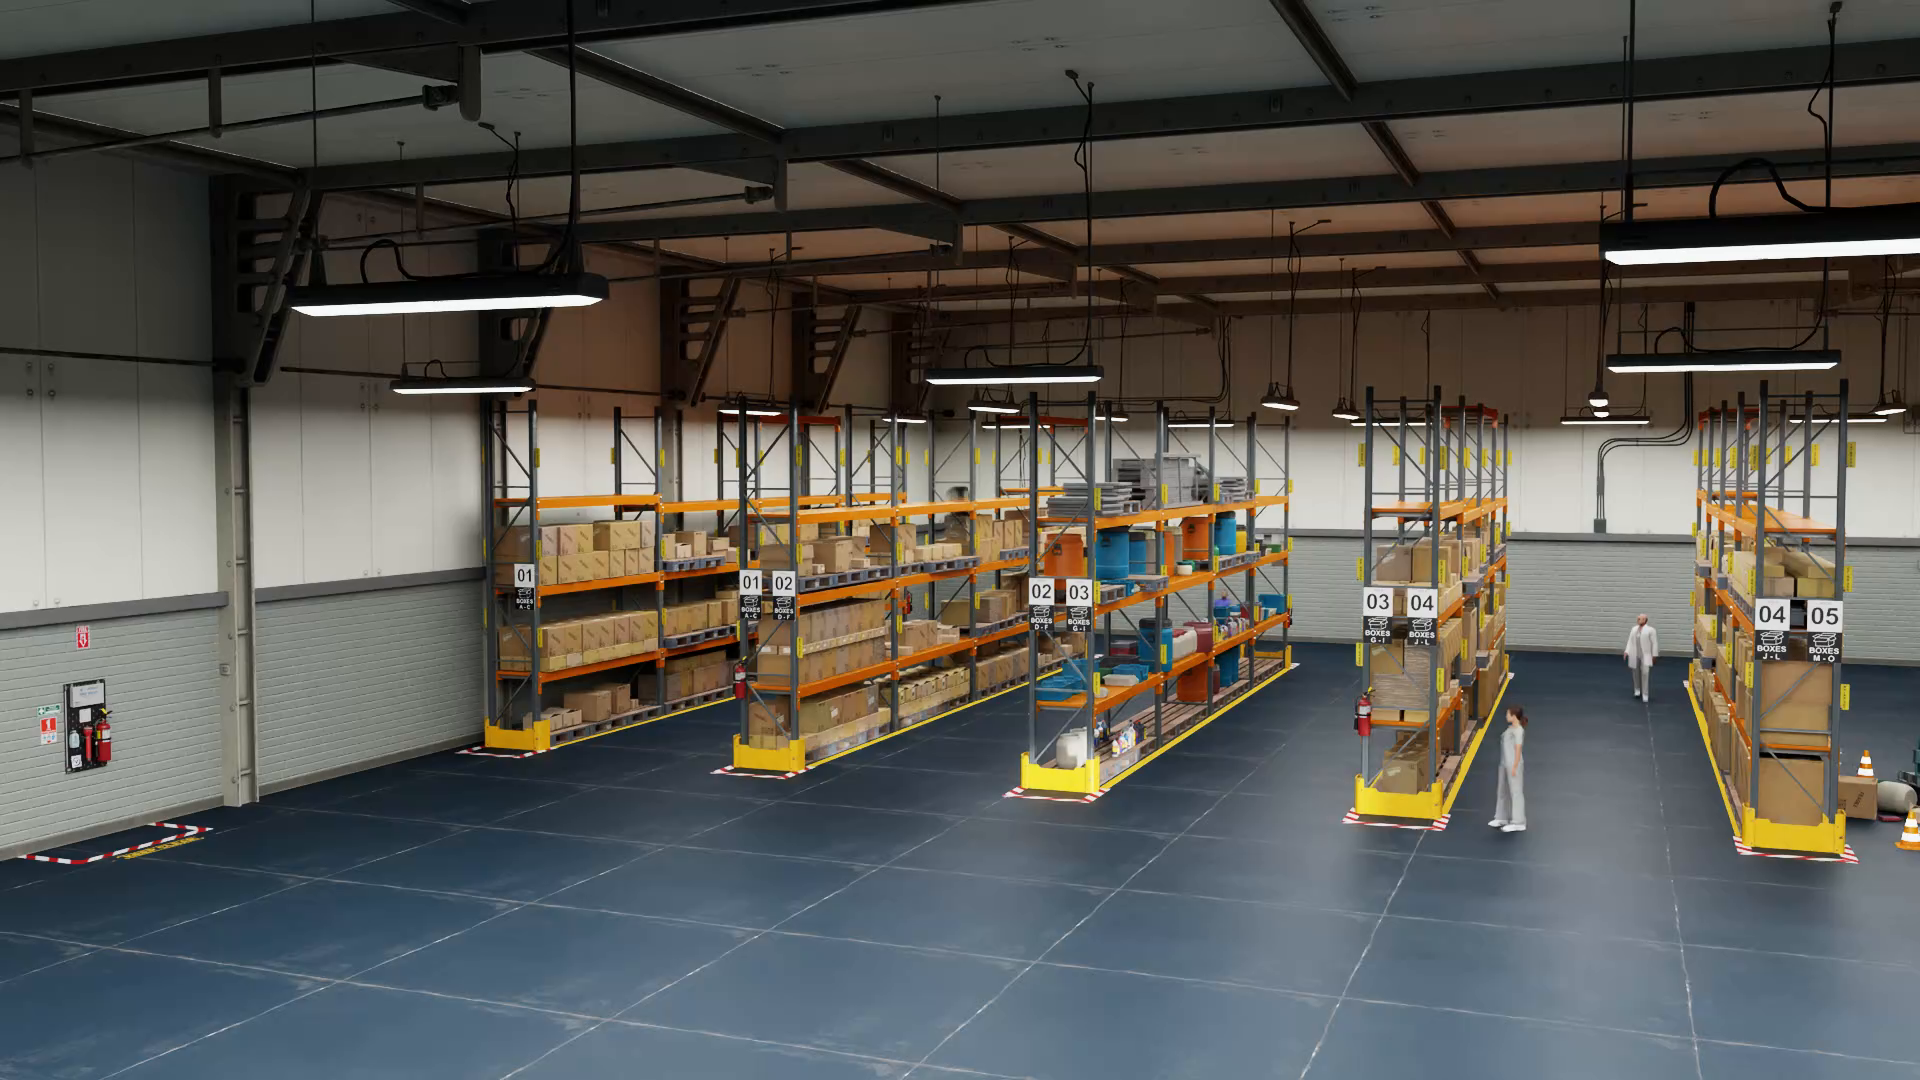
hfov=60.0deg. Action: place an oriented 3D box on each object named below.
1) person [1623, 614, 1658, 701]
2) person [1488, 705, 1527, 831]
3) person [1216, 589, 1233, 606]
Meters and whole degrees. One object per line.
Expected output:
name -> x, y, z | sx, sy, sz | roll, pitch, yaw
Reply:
person -> 14.124, 2.412, 34.493 | 0.669, 1.745, 1.019 | 1, 3, 24
person -> 7.411, 3.054, 22.444 | 0.449, 1.673, 0.525 | -1, 3, -12
person -> 6.748, 2.092, 42.526 | 0.462, 1.669, 0.491 | 0, 3, 2
